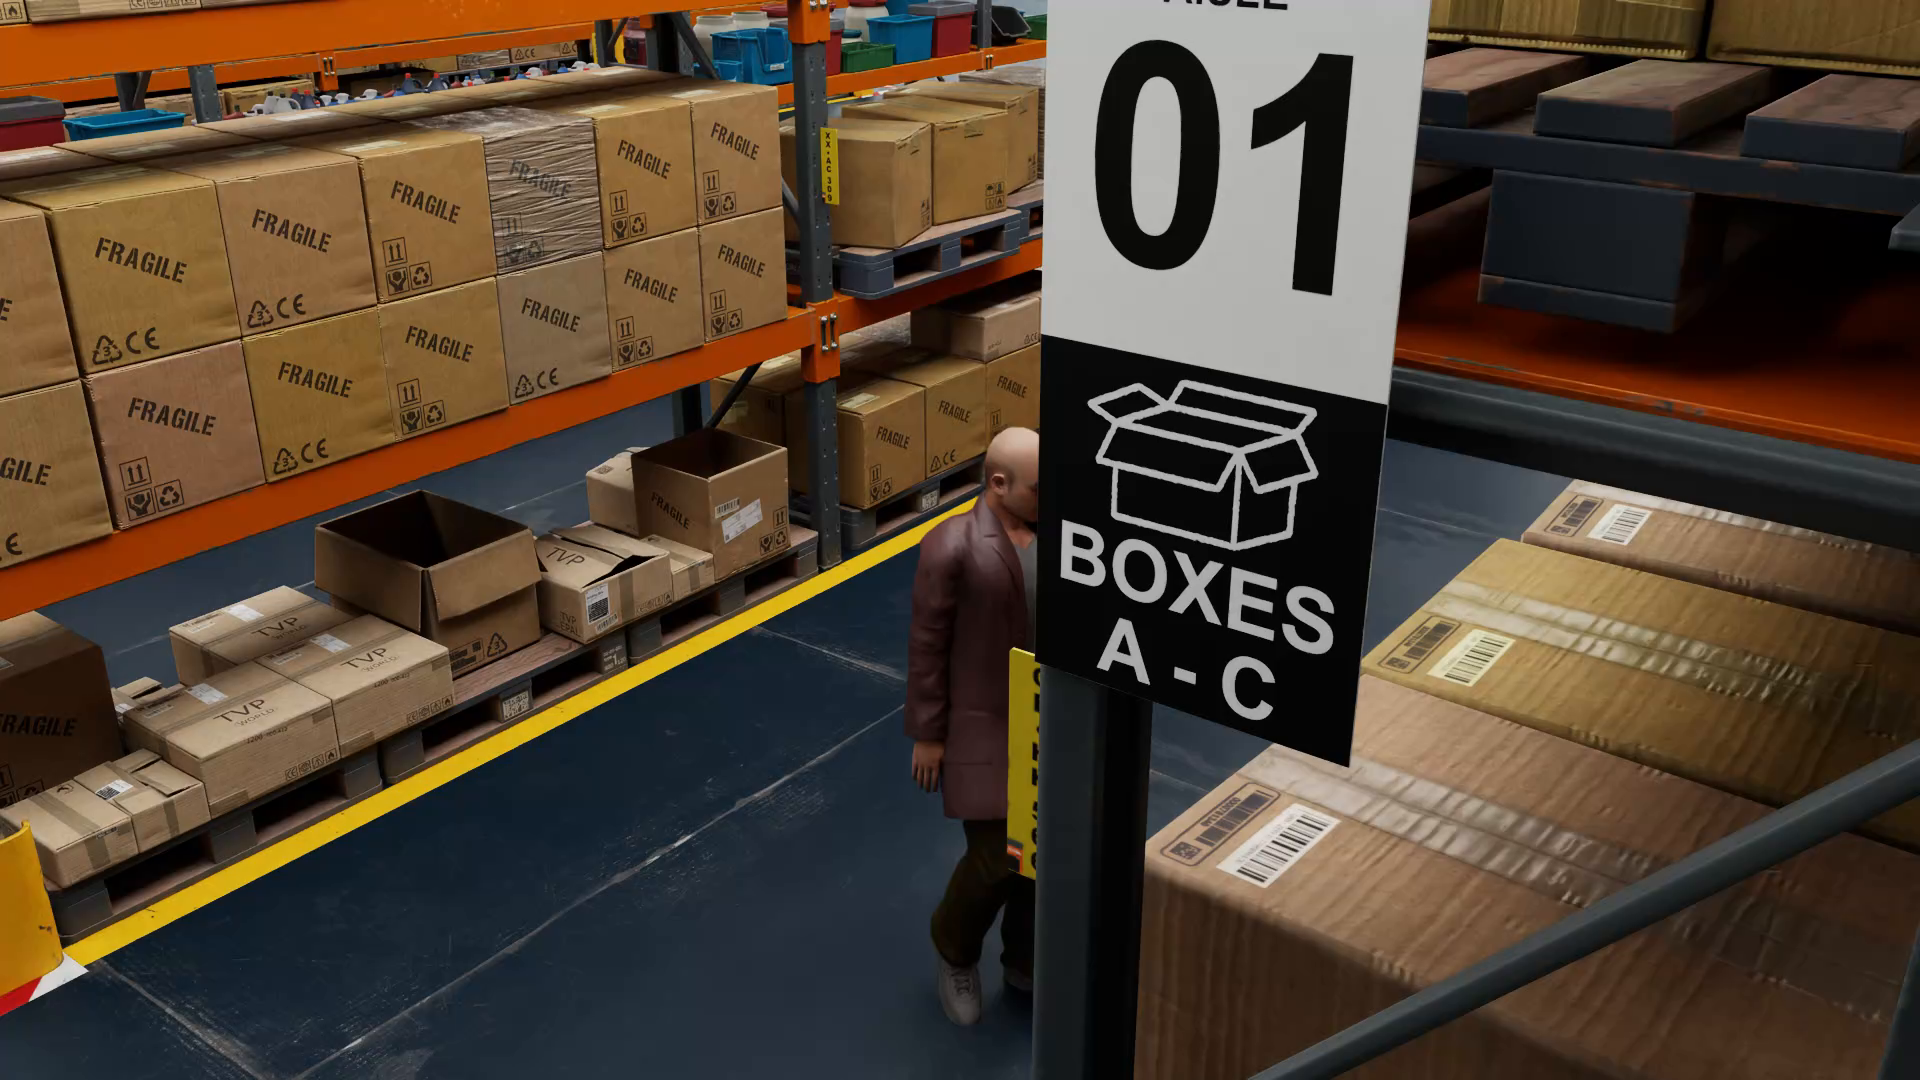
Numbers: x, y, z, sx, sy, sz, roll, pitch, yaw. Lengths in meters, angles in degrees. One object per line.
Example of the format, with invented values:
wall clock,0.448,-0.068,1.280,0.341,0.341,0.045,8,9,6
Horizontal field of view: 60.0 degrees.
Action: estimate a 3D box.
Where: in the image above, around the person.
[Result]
person,0.195,0.581,4.767,0.629,1.815,0.563,-19,30,-37
